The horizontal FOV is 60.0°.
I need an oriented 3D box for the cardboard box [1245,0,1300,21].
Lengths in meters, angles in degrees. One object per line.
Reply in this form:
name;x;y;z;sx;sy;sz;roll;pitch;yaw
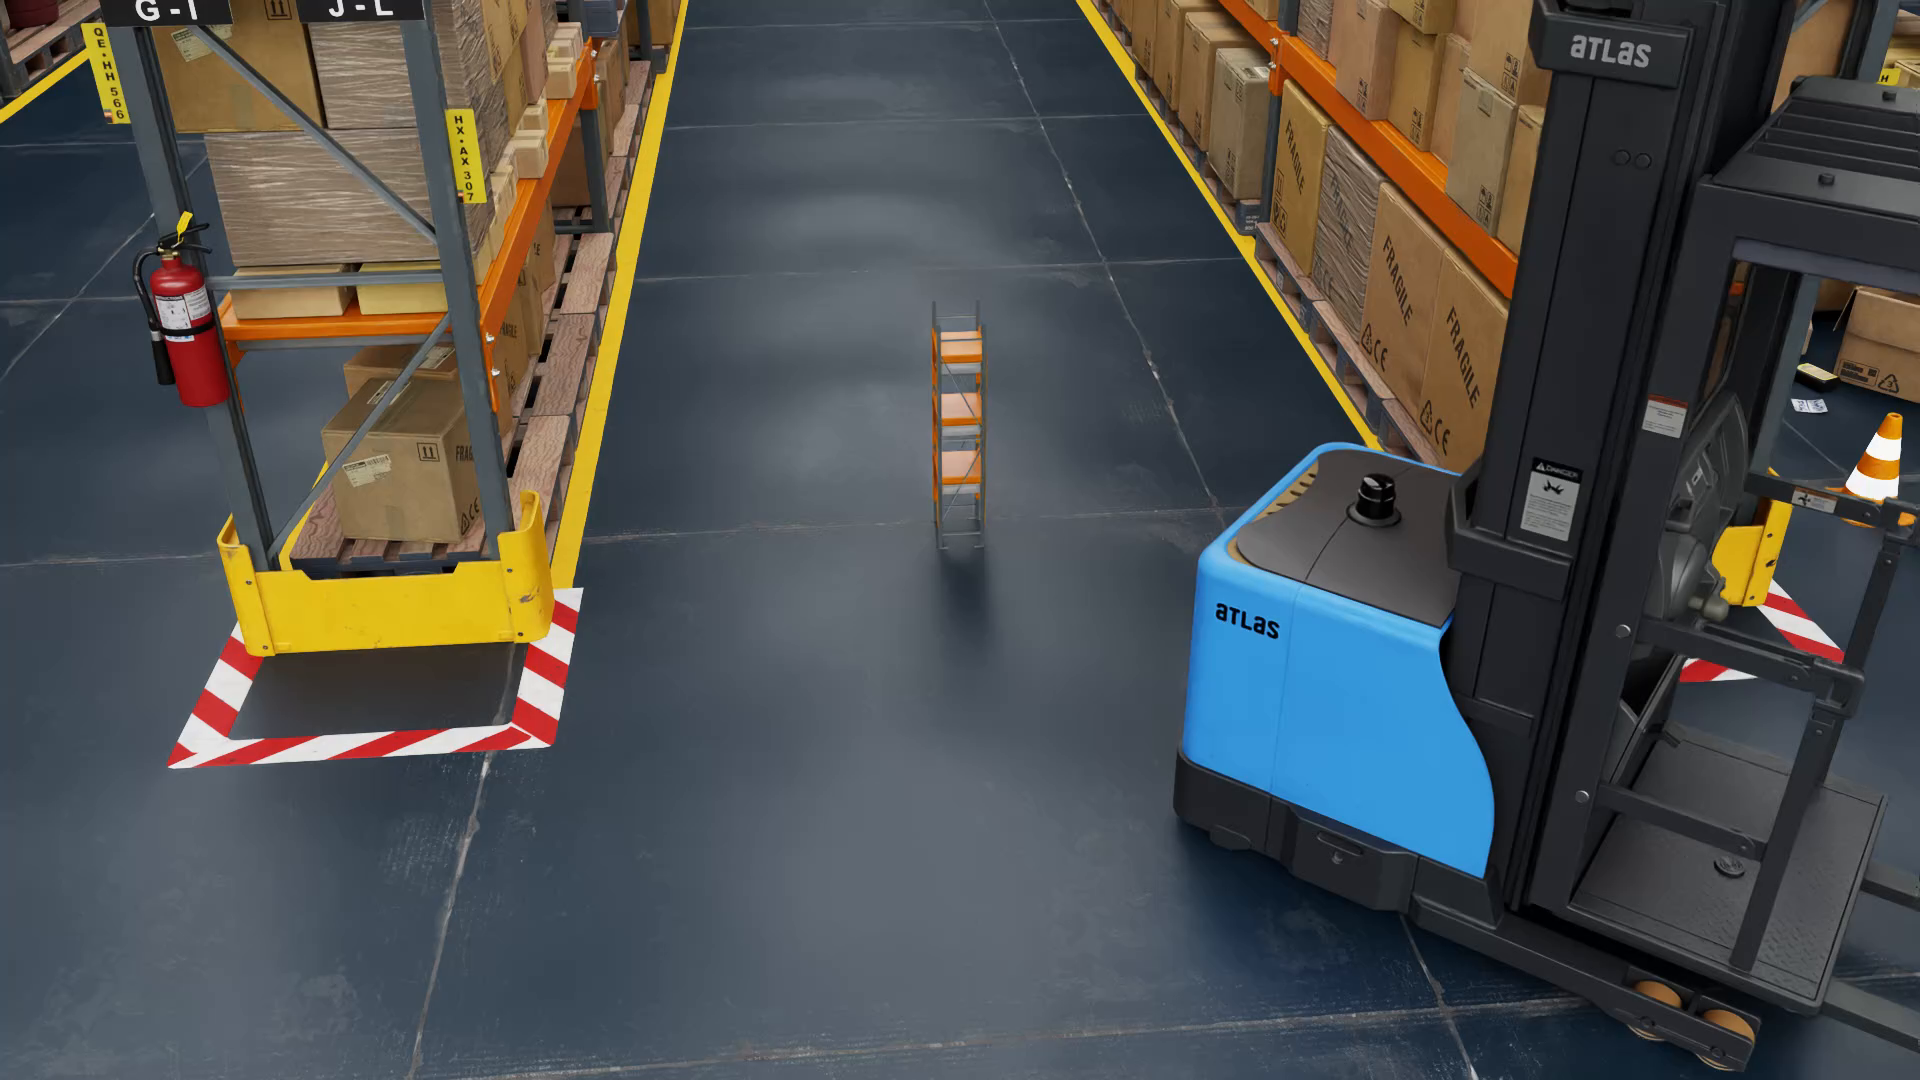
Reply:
cardboard box;2.033;-3.433;9.974;0.500;0.500;0.500;-3;31;-5

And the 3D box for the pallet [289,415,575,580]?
pallet;-2.274;-0.166;7.322;1.003;0.211;1.213;-3;31;-5

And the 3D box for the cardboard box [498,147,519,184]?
cardboard box;-2.139;-1.595;7.240;0.380;0.149;0.250;-3;31;-5

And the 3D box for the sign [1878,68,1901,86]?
sign;3.274;-1.523;5.953;0.100;0.325;0.005;-3;31;-5

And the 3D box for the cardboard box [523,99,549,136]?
cardboard box;-2.162;-1.980;7.885;0.380;0.149;0.250;-3;31;-5

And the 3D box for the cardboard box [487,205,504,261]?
cardboard box;-2.028;-1.214;6.602;0.380;0.149;0.250;-3;31;-5

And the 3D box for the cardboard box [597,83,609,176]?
cardboard box;-2.662;-2.625;10.728;0.700;0.500;0.500;-3;31;-5

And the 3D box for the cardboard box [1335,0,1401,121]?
cardboard box;2.401;-2.452;8.283;0.875;0.550;0.550;-3;31;-5

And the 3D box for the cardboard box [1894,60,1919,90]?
cardboard box;7.144;-3.112;11.687;0.950;0.372;0.625;-1;31;-1

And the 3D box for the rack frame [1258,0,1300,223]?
rack frame;2.348;-3.136;9.575;1.000;3.000;0.127;-3;31;-5

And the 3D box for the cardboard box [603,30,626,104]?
cardboard box;-2.827;-3.484;12.167;0.700;0.500;0.500;-5;31;-9

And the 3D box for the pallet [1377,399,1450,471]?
pallet;2.569;-0.301;7.549;1.003;0.211;1.213;-3;31;-5

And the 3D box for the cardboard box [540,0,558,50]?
cardboard box;-2.620;-2.888;8.772;0.875;0.500;0.500;-3;31;-5

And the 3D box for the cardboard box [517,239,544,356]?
cardboard box;-2.405;-1.246;8.439;0.500;0.500;0.500;-5;31;-9

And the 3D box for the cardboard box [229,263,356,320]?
cardboard box;-2.459;-0.936;6.136;0.380;0.149;0.250;-3;31;-5

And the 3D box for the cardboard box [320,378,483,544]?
cardboard box;-2.268;-0.335;6.913;0.500;0.500;0.500;3;31;5

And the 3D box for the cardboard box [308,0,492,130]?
cardboard box;-2.006;-1.802;5.978;0.500;0.500;0.500;-3;31;-5

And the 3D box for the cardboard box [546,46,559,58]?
cardboard box;-2.310;-2.488;8.735;0.380;0.149;0.250;-3;31;-5

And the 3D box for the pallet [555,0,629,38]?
pallet;-2.527;-3.265;9.978;1.003;0.211;1.213;-3;31;-5

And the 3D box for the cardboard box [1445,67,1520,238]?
cardboard box;2.568;-1.625;6.900;0.875;0.550;0.550;-3;31;-5

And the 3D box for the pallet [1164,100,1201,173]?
pallet;2.083;-2.954;11.989;1.003;0.211;1.213;-3;31;-5

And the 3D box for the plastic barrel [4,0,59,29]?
plastic barrel;-8.073;-4.726;14.178;0.600;0.588;0.708;-3;31;-5

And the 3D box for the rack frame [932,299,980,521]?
rack frame;-0.016;-0.540;7.131;0.200;1.050;0.008;-3;31;-5

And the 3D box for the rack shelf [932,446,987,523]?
rack shelf;-0.005;-0.230;7.174;0.215;0.259;0.240;-3;31;-5

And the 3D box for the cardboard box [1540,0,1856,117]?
cardboard box;2.725;-1.813;6.161;0.875;0.550;0.550;-3;31;-5

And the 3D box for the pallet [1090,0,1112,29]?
pallet;1.791;-5.002;15.418;1.003;0.211;1.213;-3;31;-5

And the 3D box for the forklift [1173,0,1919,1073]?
forklift;2.219;-0.064;4.499;3.031;2.935;1.130;20;36;29

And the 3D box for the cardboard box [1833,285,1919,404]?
cardboard box;4.955;-1.086;8.578;0.637;0.503;0.797;27;40;37

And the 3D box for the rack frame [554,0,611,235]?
rack frame;-2.600;-2.950;9.264;1.000;3.000;0.127;-3;31;-5

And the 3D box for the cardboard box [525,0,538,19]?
cardboard box;-2.147;-2.567;7.261;0.500;0.500;0.500;-3;31;-5

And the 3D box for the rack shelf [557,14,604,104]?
rack shelf;-2.787;-3.662;11.158;1.077;0.370;4.000;-3;31;-5

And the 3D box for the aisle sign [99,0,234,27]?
aisle sign;-2.519;-1.978;5.101;0.394;0.787;0.004;-3;31;-5

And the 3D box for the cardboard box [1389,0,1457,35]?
cardboard box;2.486;-2.646;7.556;0.875;0.550;0.500;-3;31;-5

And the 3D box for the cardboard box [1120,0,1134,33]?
cardboard box;1.652;-4.609;14.069;0.500;0.500;0.500;-3;31;-5

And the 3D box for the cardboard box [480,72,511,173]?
cardboard box;-2.420;-1.868;7.064;0.875;0.500;0.500;-3;31;-5

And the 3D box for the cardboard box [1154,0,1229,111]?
cardboard box;2.026;-3.631;12.189;1.050;0.750;0.750;-2;31;-4

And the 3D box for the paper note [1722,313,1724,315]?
paper note;4.296;-1.252;9.325;0.172;0.023;0.155;8;32;13

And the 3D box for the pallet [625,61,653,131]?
pallet;-2.902;-3.396;12.730;1.003;0.211;1.213;-3;31;-5

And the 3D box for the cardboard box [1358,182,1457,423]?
cardboard box;2.508;-1.154;7.920;0.875;0.875;0.875;-3;31;-5

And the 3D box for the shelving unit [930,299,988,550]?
shelving unit;-0.005;-0.478;7.027;0.215;1.050;0.252;-3;31;-5

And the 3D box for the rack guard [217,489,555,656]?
rack guard;-2.234;0.126;6.551;1.175;0.500;0.348;-3;31;-5

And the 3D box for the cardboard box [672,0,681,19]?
cardboard box;-3.093;-5.069;14.474;1.225;0.875;0.875;-3;31;-4
